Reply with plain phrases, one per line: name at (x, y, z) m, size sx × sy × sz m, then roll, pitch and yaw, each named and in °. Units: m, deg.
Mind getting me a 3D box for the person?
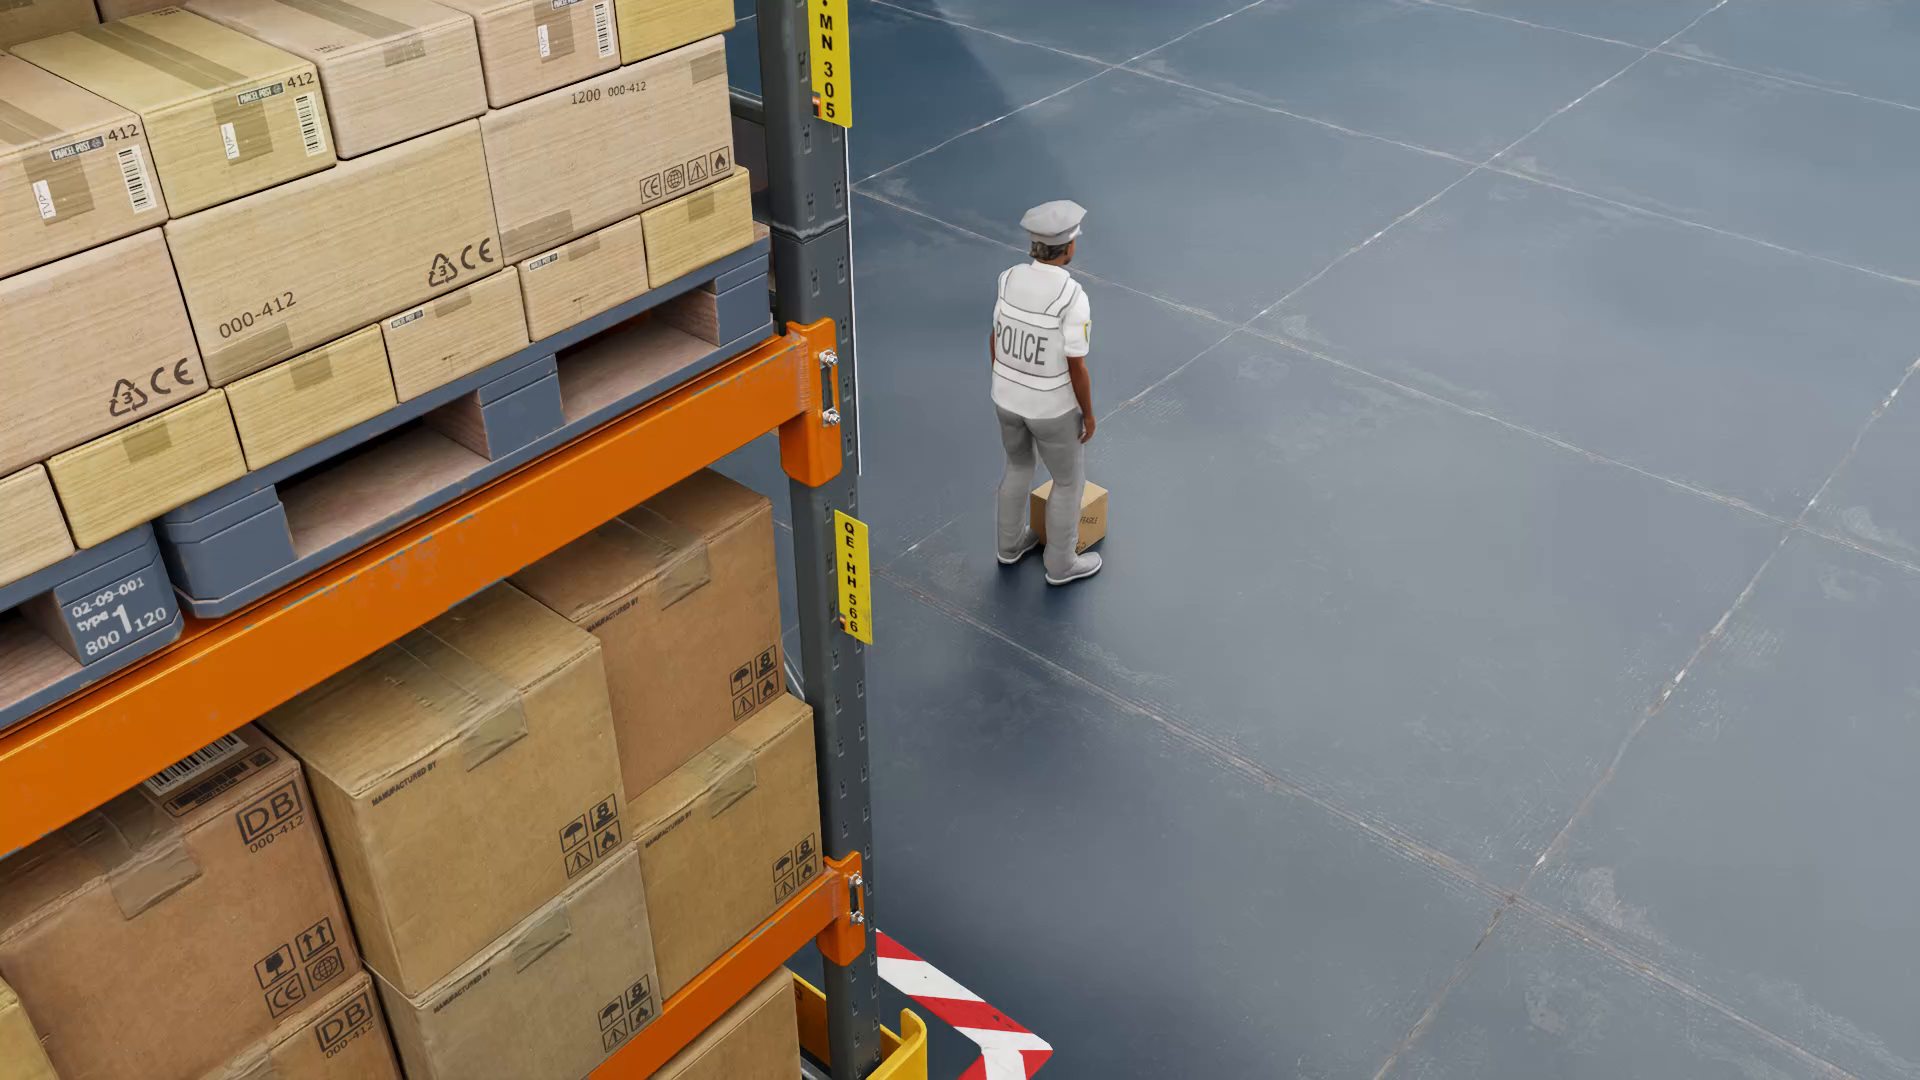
person at (0.353, -0.579, 6.968) m, size 0.503 × 1.656 × 0.397 m, roll 26°, pitch 43°, yaw 32°
